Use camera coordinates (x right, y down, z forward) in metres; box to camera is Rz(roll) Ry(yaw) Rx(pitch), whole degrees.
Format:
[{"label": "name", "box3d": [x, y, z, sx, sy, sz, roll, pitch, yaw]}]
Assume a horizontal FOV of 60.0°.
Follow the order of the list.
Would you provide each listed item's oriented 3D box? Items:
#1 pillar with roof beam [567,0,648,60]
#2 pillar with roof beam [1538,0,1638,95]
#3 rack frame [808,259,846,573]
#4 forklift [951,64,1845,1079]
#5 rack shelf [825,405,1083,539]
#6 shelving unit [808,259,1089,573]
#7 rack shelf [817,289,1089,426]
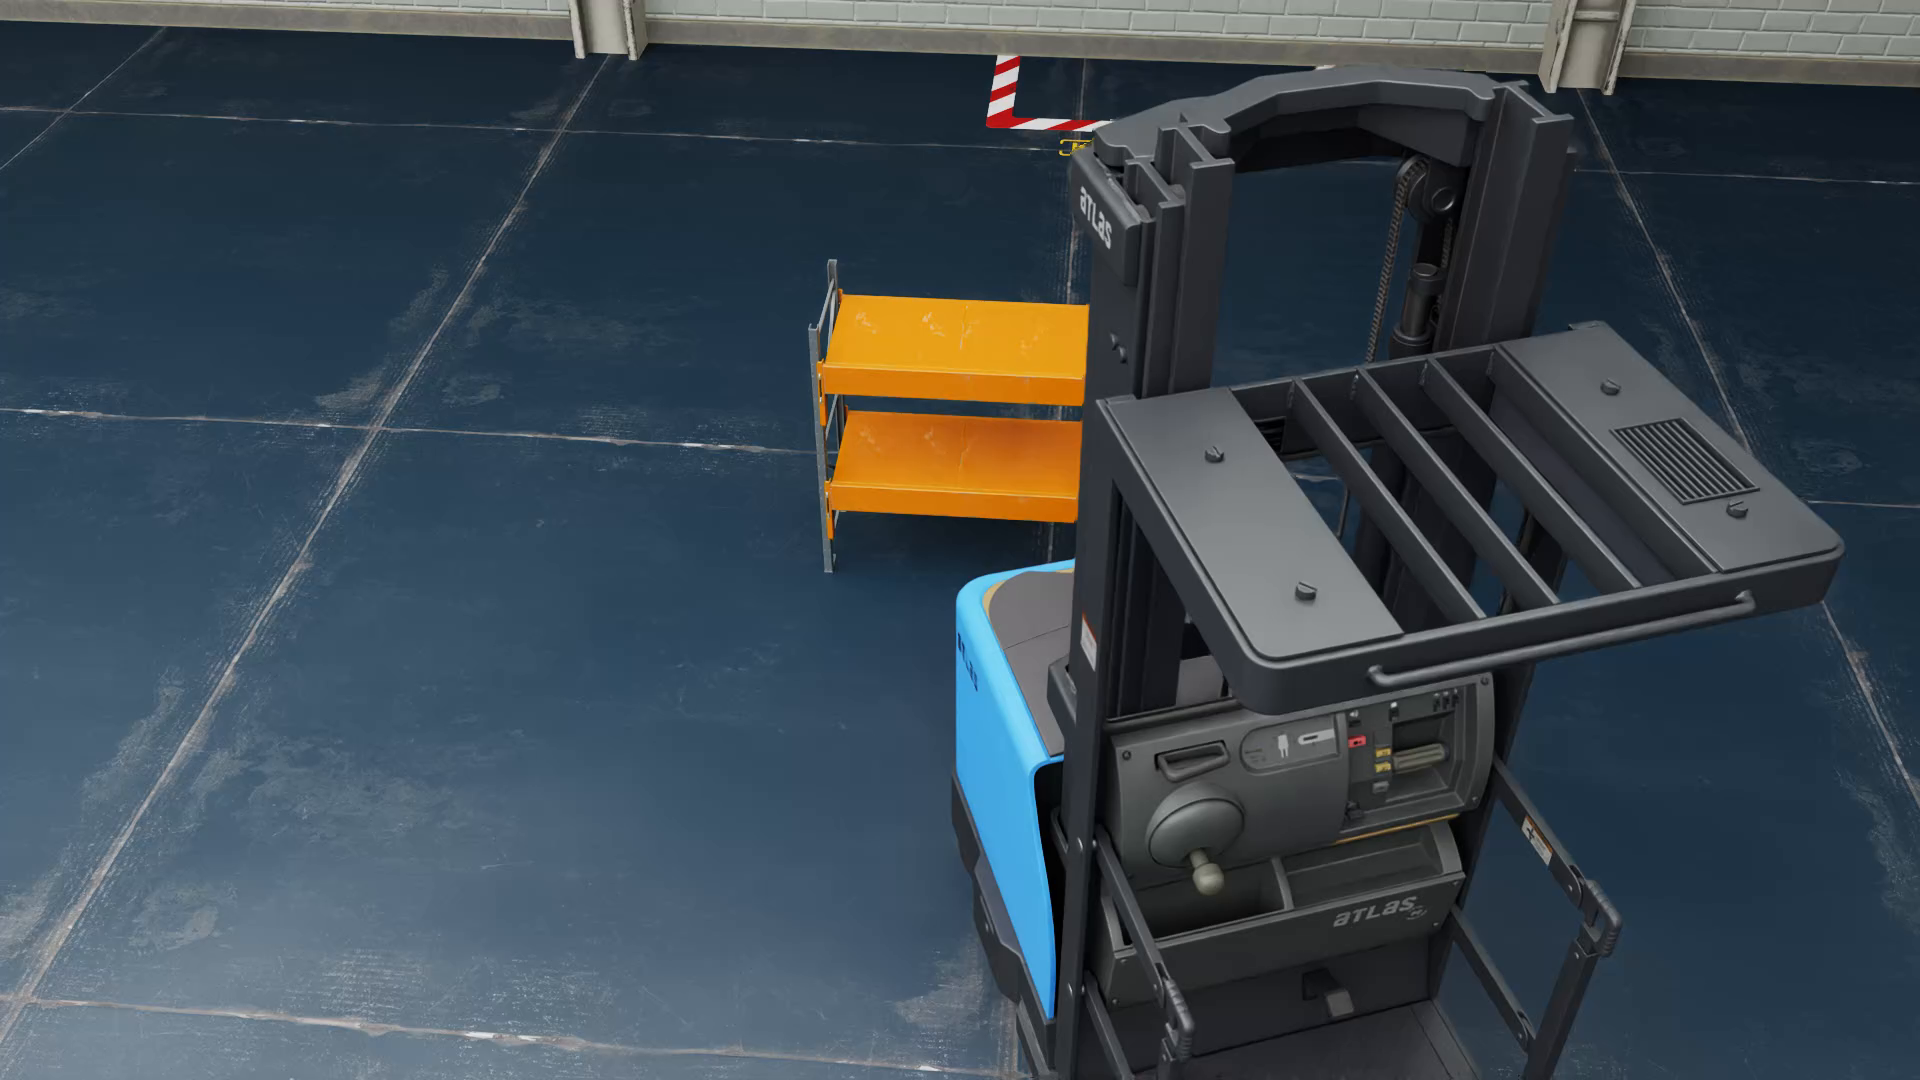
[{"label": "pillar with roof beam", "box3d": [-2.583, -3.908, 4.423, 0.400, 9.000, 9.100, 3, 39, 4]}, {"label": "pillar with roof beam", "box3d": [3.394, -3.581, 4.021, 0.400, 9.000, 9.100, 3, 39, 4]}, {"label": "rack frame", "box3d": [-0.500, -0.464, 6.428, 0.032, 1.125, 0.500, 3, 39, 4]}, {"label": "forklift", "box3d": [0.858, 0.627, 3.658, 1.130, 2.935, 3.031, -10, 40, -12]}, {"label": "rack shelf", "box3d": [0.007, -0.246, 6.549, 1.000, 0.278, 0.538, 3, 39, 4]}, {"label": "shelving unit", "box3d": [0.007, -0.436, 6.394, 1.048, 1.125, 0.538, 3, 39, 4]}, {"label": "rack shelf", "box3d": [0.007, -0.663, 6.210, 1.000, 0.278, 0.538, 3, 39, 4]}]
